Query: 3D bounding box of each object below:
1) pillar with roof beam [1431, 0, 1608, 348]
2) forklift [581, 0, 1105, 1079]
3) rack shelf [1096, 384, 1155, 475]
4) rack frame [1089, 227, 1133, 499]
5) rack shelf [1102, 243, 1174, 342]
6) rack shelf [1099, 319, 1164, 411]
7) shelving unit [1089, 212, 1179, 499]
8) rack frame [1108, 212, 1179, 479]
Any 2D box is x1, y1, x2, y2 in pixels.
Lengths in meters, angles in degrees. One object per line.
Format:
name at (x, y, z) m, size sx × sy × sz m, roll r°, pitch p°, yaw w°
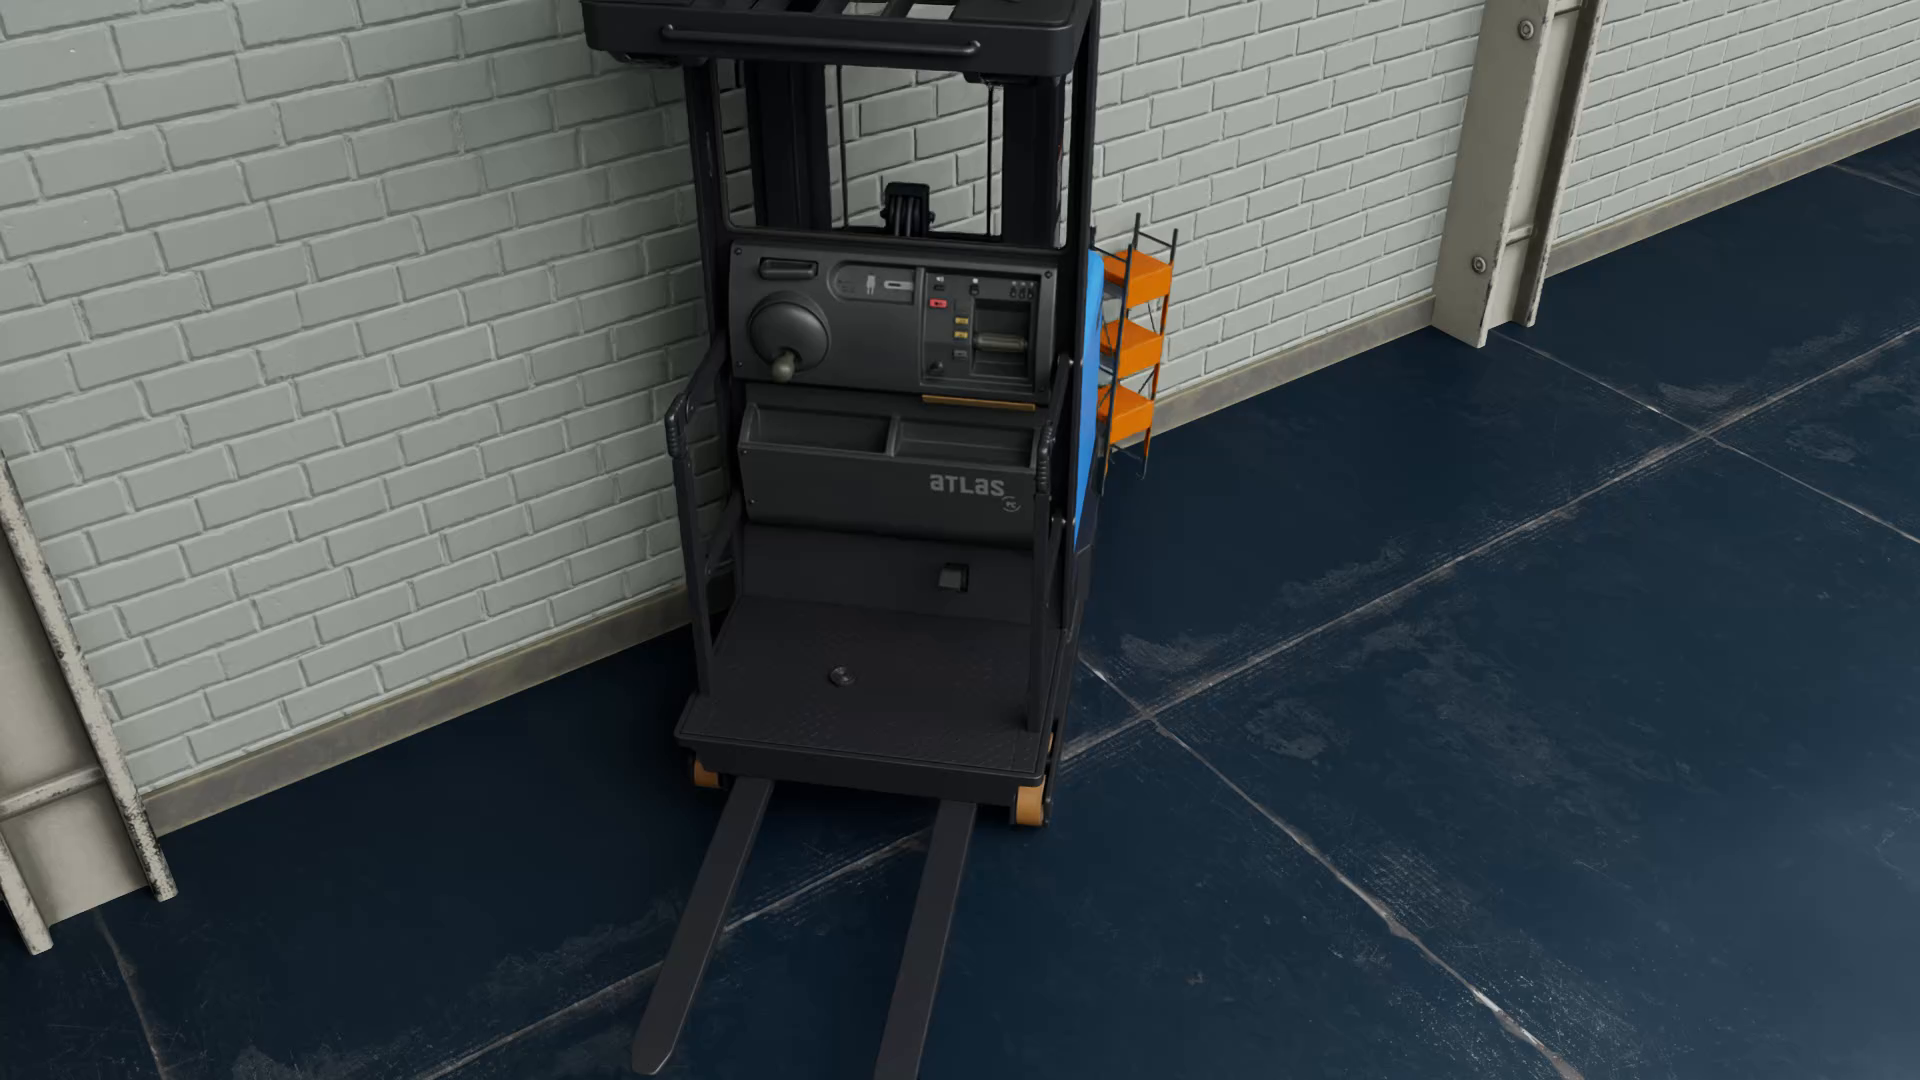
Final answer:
pillar with roof beam at (4.868, -2.596, 2.153) m, size 0.400 × 9.000 × 9.100 m, roll -22°, pitch 41°, yaw -28°
forklift at (-0.227, -0.550, 4.505) m, size 1.130 × 2.935 × 3.031 m, roll 5°, pitch 36°, yaw 8°
rack shelf at (0.585, -0.443, 6.444) m, size 0.240 × 0.259 × 0.215 m, roll -24°, pitch 42°, yaw -37°
rack frame at (0.512, -0.644, 6.215) m, size 0.008 × 1.050 × 0.200 m, roll -24°, pitch 42°, yaw -37°
rack shelf at (0.617, -0.914, 6.141) m, size 0.240 × 0.259 × 0.215 m, roll -24°, pitch 42°, yaw -37°
rack shelf at (0.601, -0.676, 6.294) m, size 0.240 × 0.259 × 0.215 m, roll -24°, pitch 42°, yaw -37°
shelving unit at (0.602, -0.685, 6.288) m, size 0.252 × 1.050 × 0.215 m, roll -24°, pitch 42°, yaw -37°
rack frame at (0.691, -0.725, 6.361) m, size 0.008 × 1.050 × 0.200 m, roll -24°, pitch 42°, yaw -37°
